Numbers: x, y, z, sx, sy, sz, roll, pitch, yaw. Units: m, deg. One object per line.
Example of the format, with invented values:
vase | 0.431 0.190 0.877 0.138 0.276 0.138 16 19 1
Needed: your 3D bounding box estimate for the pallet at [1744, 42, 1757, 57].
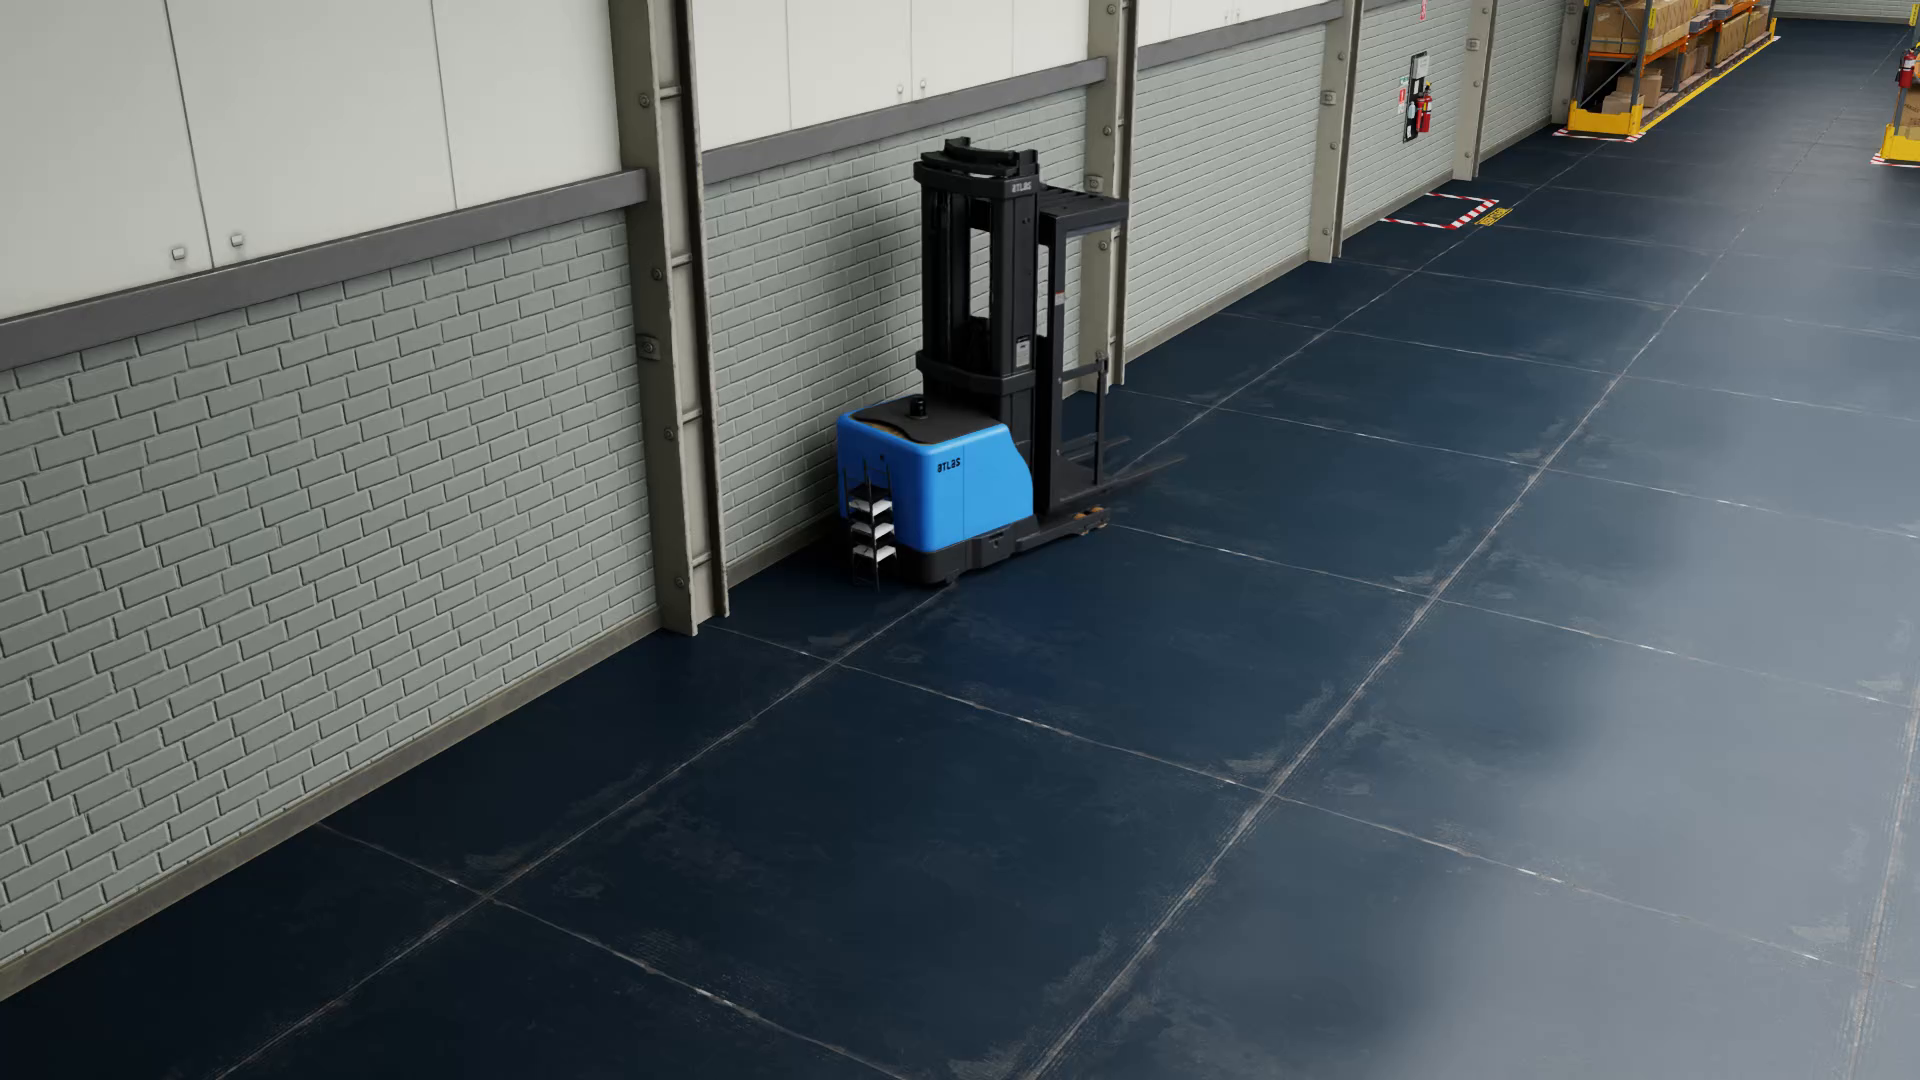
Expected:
pallet | 18.012 -11.525 38.942 1.003 0.211 1.213 14 27 29

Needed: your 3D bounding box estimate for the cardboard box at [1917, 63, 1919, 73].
cardboard box | 15.682 -7.678 26.420 0.700 0.500 0.500 14 27 29

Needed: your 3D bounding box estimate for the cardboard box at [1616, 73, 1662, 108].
cardboard box | 12.386 -8.213 30.375 0.700 0.500 0.500 12 26 26

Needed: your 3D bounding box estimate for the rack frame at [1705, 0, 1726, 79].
rack frame | 15.434 -11.214 34.714 1.000 3.000 0.127 14 27 29

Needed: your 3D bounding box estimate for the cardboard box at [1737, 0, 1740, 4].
cardboard box | 16.899 -11.865 36.509 0.380 0.149 0.250 13 27 28

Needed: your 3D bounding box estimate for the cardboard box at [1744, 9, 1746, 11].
cardboard box | 18.599 -12.656 39.847 0.380 0.149 0.250 14 27 29

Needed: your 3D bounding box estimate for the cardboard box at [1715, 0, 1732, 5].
cardboard box | 15.908 -11.516 34.886 0.500 0.500 0.500 15 27 30

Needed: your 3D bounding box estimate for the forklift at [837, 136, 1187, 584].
forklift | 0.521 -1.514 12.394 3.031 2.935 1.130 -20 31 -38

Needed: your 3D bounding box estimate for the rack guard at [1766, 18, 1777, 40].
rack guard | 19.667 -12.775 41.467 1.175 0.500 0.348 14 27 29

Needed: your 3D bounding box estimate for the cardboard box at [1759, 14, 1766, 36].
cardboard box | 19.106 -12.534 40.380 0.700 0.500 0.500 14 27 29

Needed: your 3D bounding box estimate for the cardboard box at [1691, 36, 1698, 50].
cardboard box | 14.745 -10.180 33.974 0.500 0.250 0.500 14 27 30

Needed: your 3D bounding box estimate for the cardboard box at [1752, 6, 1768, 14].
cardboard box | 19.323 -12.832 40.254 0.380 0.149 0.250 15 27 30

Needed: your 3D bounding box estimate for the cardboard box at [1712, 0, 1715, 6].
cardboard box | 15.195 -11.301 34.236 0.700 0.500 0.500 11 26 23

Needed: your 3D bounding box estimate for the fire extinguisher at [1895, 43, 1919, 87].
fire extinguisher | 14.968 -7.499 26.230 0.296 0.674 0.183 14 27 29

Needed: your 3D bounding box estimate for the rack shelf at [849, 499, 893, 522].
rack shelf | -0.631 -0.229 11.596 0.258 0.077 0.200 18 34 35

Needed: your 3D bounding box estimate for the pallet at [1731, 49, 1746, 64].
pallet | 17.201 -11.008 37.749 1.003 0.211 1.213 14 27 29

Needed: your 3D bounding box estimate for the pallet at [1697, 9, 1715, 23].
pallet | 14.425 -10.449 33.189 1.003 0.211 1.213 14 27 29

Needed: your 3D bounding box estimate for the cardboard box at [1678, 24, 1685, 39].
cardboard box | 13.062 -9.415 30.721 0.500 0.250 0.500 14 27 29

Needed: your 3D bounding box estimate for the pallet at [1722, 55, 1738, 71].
pallet | 16.559 -10.595 36.794 1.003 0.211 1.213 14 27 29

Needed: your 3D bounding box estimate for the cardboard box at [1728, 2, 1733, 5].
cardboard box | 16.157 -11.326 35.263 0.380 0.149 0.250 15 27 31

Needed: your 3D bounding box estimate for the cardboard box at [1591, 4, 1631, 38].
cardboard box | 11.282 -9.002 28.825 0.500 0.500 0.500 14 27 28

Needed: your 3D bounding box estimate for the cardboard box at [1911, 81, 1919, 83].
cardboard box | 16.235 -7.505 28.134 0.500 0.500 0.500 14 27 29

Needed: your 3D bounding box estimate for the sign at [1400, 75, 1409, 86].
sign | 5.979 -6.175 22.361 0.001 0.109 0.331 14 27 29

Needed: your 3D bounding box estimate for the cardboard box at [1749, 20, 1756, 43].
cardboard box | 18.294 -12.010 39.170 0.700 0.500 0.500 14 27 28

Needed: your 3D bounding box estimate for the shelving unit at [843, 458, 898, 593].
shelving unit | -0.624 -0.099 11.663 0.258 0.900 0.210 18 34 35

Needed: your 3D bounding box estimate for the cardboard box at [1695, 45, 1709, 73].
cardboard box | 15.099 -10.015 34.537 0.700 0.500 0.500 14 27 30

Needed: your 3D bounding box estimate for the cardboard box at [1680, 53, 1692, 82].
cardboard box | 14.232 -9.520 33.392 0.700 0.500 0.500 14 27 30

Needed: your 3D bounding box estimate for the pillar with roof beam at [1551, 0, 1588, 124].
pillar with roof beam | 14.506 -10.783 26.166 9.100 9.000 0.400 14 27 29

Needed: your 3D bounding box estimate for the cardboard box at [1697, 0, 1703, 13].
cardboard box | 14.243 -10.692 32.830 0.700 0.500 0.500 18 29 36

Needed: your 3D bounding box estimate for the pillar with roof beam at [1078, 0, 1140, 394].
pillar with roof beam | 5.011 -4.707 12.132 9.100 9.000 0.400 14 27 29

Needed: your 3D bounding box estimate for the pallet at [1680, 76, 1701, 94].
pallet | 14.377 -9.261 33.713 1.003 0.211 1.213 14 27 29

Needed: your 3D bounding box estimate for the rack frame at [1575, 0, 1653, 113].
rack frame | 11.214 -8.514 28.477 1.000 3.000 0.127 14 27 29

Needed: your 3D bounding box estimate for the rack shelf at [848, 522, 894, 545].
rack shelf | -0.622 -0.069 11.678 0.258 0.077 0.200 18 34 35

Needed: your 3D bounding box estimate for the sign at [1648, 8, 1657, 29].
sign | 11.675 -8.798 28.043 0.100 0.325 0.005 14 27 29

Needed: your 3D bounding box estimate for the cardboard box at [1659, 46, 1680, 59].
cardboard box | 13.928 -9.664 32.783 0.500 0.250 0.500 13 27 28

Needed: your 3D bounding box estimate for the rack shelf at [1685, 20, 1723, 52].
rack shelf | 14.379 -10.209 33.298 1.077 0.370 4.000 14 27 29

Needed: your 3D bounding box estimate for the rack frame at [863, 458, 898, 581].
rack frame | -0.560 -0.138 11.732 0.240 0.900 0.006 18 34 35

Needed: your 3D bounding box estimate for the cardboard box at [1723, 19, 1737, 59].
cardboard box | 16.401 -10.935 36.248 0.750 0.750 0.750 14 27 29

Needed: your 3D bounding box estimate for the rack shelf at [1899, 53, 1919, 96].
rack shelf | 16.480 -7.822 27.784 1.077 0.370 4.000 14 27 29

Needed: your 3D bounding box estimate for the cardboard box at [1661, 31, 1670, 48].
cardboard box | 12.277 -8.902 29.536 0.500 0.250 0.500 13 27 28

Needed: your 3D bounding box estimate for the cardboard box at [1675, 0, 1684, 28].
cardboard box | 12.805 -9.587 30.175 0.500 0.500 0.500 13 27 27

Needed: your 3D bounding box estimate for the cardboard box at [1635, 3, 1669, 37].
cardboard box | 11.991 -9.061 28.961 0.500 0.500 0.500 14 27 29
